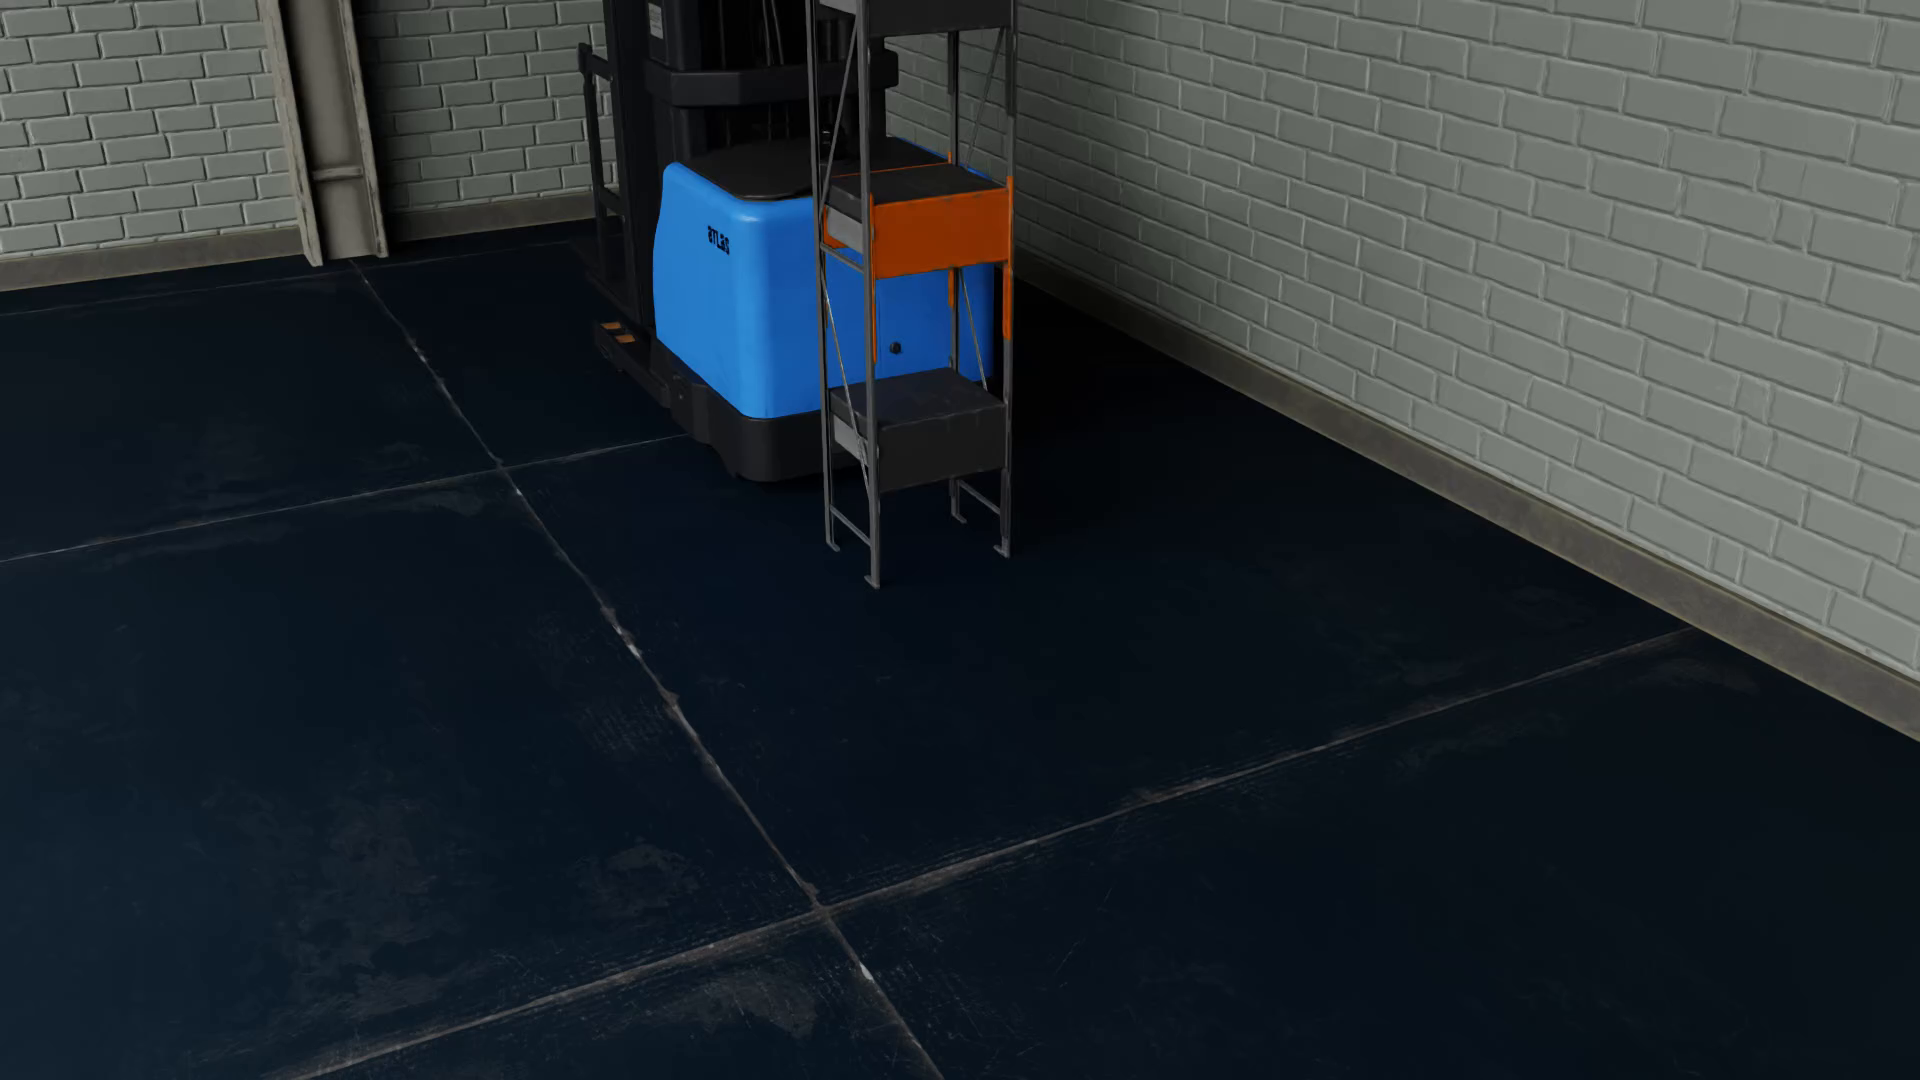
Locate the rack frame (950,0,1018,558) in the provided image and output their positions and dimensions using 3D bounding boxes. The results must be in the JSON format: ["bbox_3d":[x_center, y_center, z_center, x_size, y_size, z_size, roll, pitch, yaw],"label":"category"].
[{"bbox_3d":[0.069,-0.963,5.329,0.015,2.100,0.400,-13,29,-25],"label":"rack frame"}]

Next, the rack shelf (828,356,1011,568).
[{"bbox_3d":[-0.146,-0.270,5.534,0.480,0.518,0.431,-13,29,-25],"label":"rack shelf"}]

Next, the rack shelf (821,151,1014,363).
[{"bbox_3d":[-0.146,-0.901,5.231,0.480,0.518,0.431,-13,29,-25],"label":"rack shelf"}]

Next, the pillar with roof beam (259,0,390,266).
[{"bbox_3d":[-1.276,-3.949,3.579,0.400,9.000,9.100,-13,29,-25],"label":"pillar with roof beam"}]

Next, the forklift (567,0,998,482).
[{"bbox_3d":[-0.985,-2.136,6.812,1.130,2.935,3.031,-13,28,-25],"label":"forklift"}]

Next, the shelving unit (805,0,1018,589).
[{"bbox_3d":[-0.146,-0.913,5.225,0.503,2.100,0.431,-13,29,-25],"label":"shelving unit"}]

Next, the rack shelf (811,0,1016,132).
[{"bbox_3d":[-0.146,-1.532,4.928,0.480,0.518,0.431,-13,29,-25],"label":"rack shelf"}]

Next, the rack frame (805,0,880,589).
[{"bbox_3d":[-0.361,-0.863,5.122,0.015,2.100,0.400,-13,29,-25],"label":"rack frame"}]
